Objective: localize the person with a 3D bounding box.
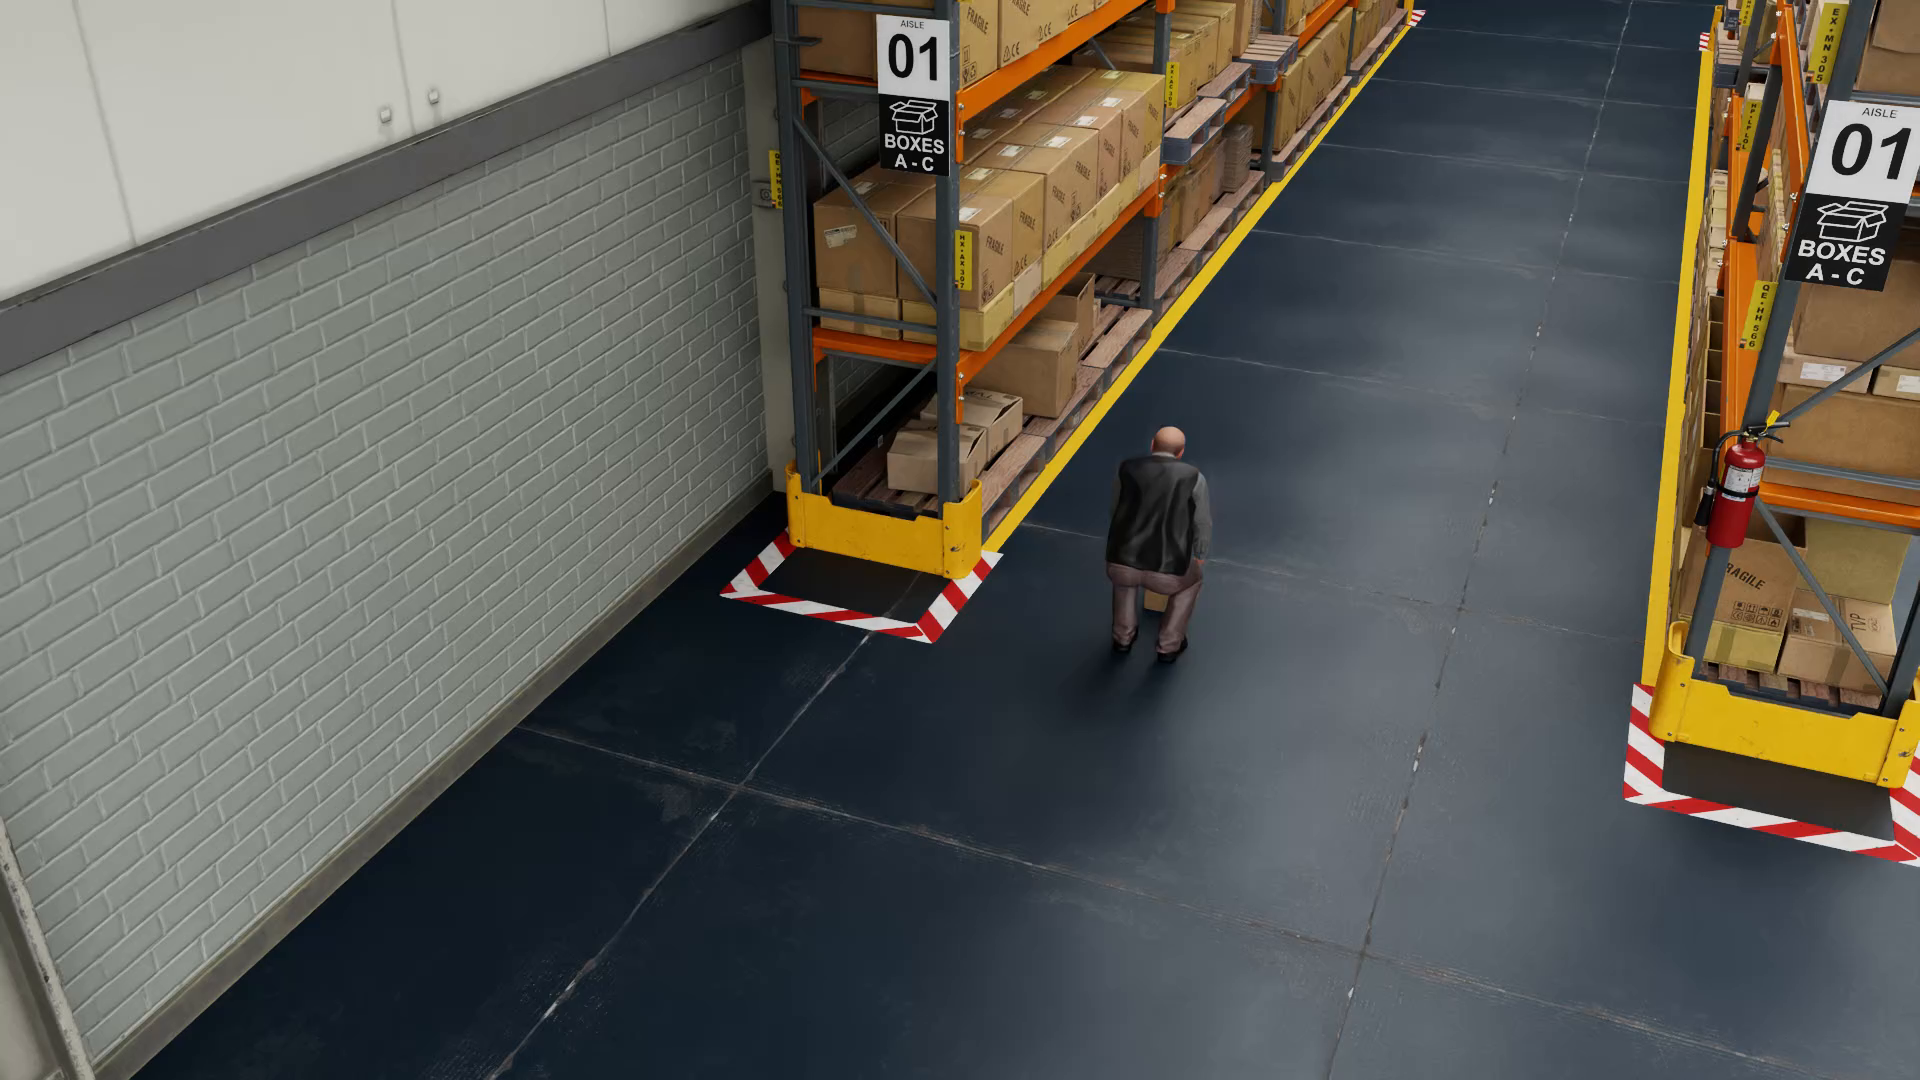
[{"bbox_3d":[1.029,0.038,8.954,0.568,1.139,0.823,11,31,19],"label":"person"}]
